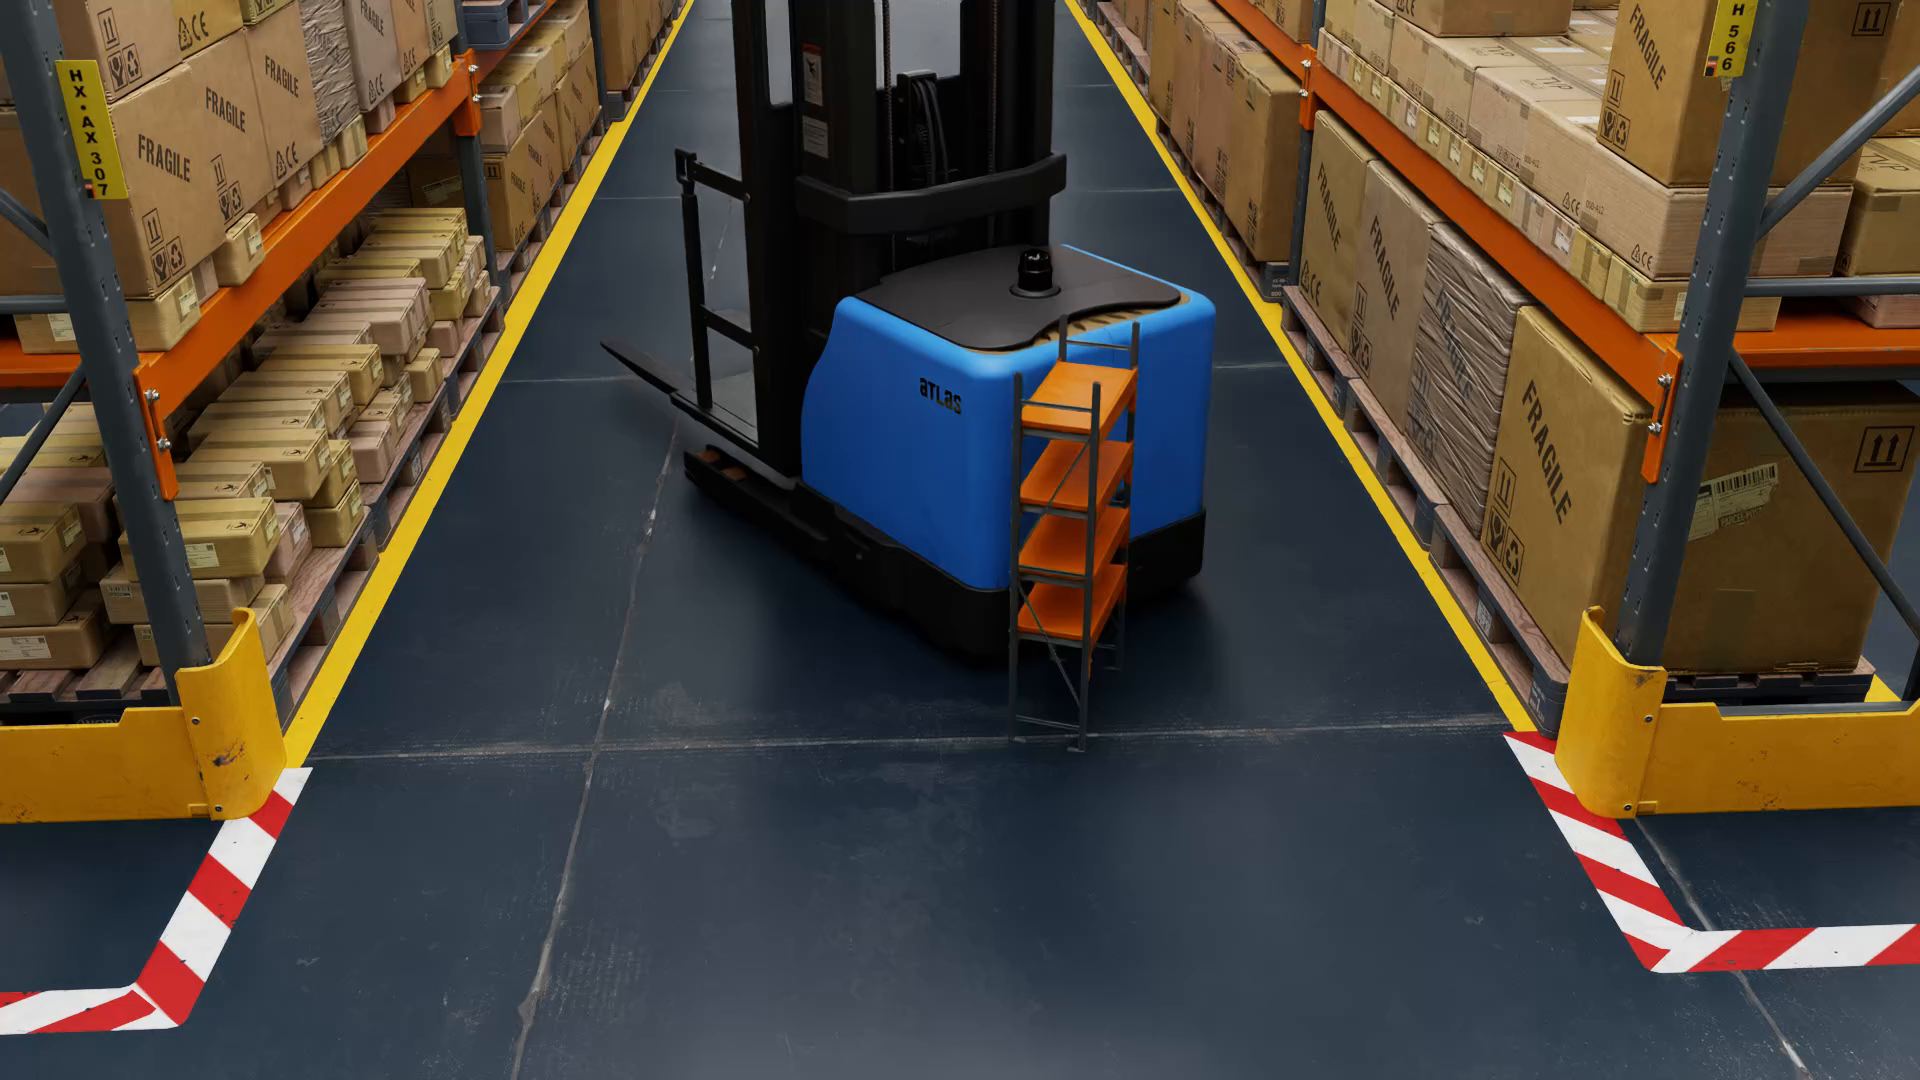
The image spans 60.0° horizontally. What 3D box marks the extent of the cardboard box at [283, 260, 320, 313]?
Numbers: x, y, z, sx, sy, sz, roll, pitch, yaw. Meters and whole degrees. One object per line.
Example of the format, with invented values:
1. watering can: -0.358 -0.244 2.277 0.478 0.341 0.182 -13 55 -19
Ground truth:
1. cardboard box: -2.934 -1.072 7.046 0.380 0.149 0.250 -2 28 -4

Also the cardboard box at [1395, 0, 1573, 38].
1. cardboard box: 1.979 -2.190 6.234 0.500 0.500 0.500 -2 28 -4

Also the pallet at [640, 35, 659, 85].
1. pallet: -3.034 -3.953 13.600 1.003 0.211 1.213 -1 28 -3

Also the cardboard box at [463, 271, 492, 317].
1. cardboard box: -2.438 -1.163 7.865 0.380 0.149 0.250 -1 28 -2

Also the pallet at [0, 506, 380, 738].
1. pallet: -2.601 0.259 5.526 1.003 0.211 1.213 -1 28 -3

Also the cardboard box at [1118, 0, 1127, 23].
1. cardboard box: 1.759 -4.763 14.367 0.700 0.500 0.500 -2 28 -3

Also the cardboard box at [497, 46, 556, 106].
1. cardboard box: -2.626 -2.653 9.532 0.500 0.250 0.500 0 28 -1

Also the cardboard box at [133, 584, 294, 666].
1. cardboard box: -2.298 0.261 5.134 0.380 0.149 0.250 -1 28 -2

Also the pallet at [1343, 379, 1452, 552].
1. pallet: 2.188 -0.333 6.660 1.003 0.211 1.213 -1 28 -3

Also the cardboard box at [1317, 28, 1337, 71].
1. cardboard box: 1.843 -2.231 7.556 0.380 0.149 0.250 -1 28 -3

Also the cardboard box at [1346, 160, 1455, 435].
1. cardboard box: 2.161 -1.009 6.784 0.875 0.875 0.875 -1 28 -3

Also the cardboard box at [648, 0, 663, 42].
1. cardboard box: -3.048 -4.567 13.741 1.050 0.750 0.750 -1 28 -3

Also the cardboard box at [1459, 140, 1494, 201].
1. cardboard box: 1.952 -1.276 5.725 0.380 0.149 0.250 -1 28 -2

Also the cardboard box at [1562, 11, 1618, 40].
1. cardboard box: 2.501 -1.880 6.452 0.500 0.250 0.500 -1 28 -2

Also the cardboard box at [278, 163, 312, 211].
1. cardboard box: -2.419 -1.212 5.601 0.380 0.149 0.250 -2 28 -4

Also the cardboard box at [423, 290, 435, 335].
1. cardboard box: -2.492 -0.964 7.162 0.380 0.149 0.250 -1 28 -2

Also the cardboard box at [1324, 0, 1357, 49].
1. cardboard box: 1.923 -2.329 7.313 0.500 0.250 0.500 -2 28 -4

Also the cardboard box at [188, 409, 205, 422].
1. cardboard box: -2.966 -0.455 6.186 0.380 0.149 0.250 0 28 0

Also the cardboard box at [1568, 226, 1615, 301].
1. cardboard box: 2.006 -0.805 4.821 0.380 0.149 0.250 -1 28 -2

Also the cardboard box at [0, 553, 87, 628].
1. cardboard box: -2.902 0.142 5.040 0.380 0.149 0.250 -2 28 -4

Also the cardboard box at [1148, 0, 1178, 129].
1. cardboard box: 1.966 -3.259 11.099 1.225 0.875 0.875 -3 28 -5

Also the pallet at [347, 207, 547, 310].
1. pallet: -2.841 -1.537 8.969 1.003 0.211 1.213 -1 28 -3

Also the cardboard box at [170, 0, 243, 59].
1. cardboard box: -2.381 -1.633 4.626 0.500 0.500 0.500 -1 28 -1

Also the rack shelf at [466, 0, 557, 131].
1. rack shelf: -2.903 -3.019 9.572 1.077 0.370 4.000 -1 28 -3

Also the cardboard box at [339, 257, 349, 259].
1. cardboard box: -2.997 -1.178 7.572 0.380 0.149 0.250 -1 28 -2

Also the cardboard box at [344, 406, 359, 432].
1. cardboard box: -2.489 -0.473 6.221 0.380 0.149 0.250 0 28 0

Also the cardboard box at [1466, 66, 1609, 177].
1. cardboard box: 2.025 -1.392 5.516 0.500 0.250 0.500 -2 28 -4

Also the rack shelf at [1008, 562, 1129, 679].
1. rack shelf: 0.338 0.222 5.102 0.258 0.148 0.480 8 29 16

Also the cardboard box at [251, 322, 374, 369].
1. cardboard box: -2.475 -0.724 6.380 0.380 0.149 0.250 -1 28 -3

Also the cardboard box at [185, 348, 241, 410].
1. cardboard box: -2.890 -0.593 6.129 0.380 0.149 0.250 -2 28 -4

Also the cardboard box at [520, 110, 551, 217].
1. cardboard box: -2.602 -2.084 9.250 0.500 0.500 0.500 0 28 0

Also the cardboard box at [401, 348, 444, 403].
1. cardboard box: -2.384 -0.685 6.949 0.380 0.149 0.250 -1 28 -3

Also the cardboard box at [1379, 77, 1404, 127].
1. cardboard box: 1.900 -1.749 6.630 0.380 0.149 0.250 -2 28 -3

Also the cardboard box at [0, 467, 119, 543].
1. cardboard box: -2.826 -0.108 5.200 0.380 0.149 0.250 -1 28 -2

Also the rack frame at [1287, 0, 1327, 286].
1. rack frame: 2.160 -2.487 7.775 1.000 3.000 0.127 -1 28 -3

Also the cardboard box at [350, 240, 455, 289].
1. cardboard box: -2.447 -1.210 7.312 0.380 0.149 0.250 -2 28 -3

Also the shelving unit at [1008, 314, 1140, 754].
1. shelving unit: 0.338 -0.014 4.980 0.258 1.200 0.503 8 29 16

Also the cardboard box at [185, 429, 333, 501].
1. cardboard box: -2.298 -0.247 5.465 0.380 0.149 0.250 -1 28 -3

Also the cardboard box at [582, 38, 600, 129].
1. cardboard box: -2.712 -3.041 11.087 0.500 0.500 0.500 -2 28 -3

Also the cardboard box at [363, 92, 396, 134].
1. cardboard box: -2.441 -1.691 6.520 0.380 0.149 0.250 -3 28 -5

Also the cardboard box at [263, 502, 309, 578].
1. cardboard box: -2.319 0.003 5.307 0.380 0.149 0.250 -2 28 -3

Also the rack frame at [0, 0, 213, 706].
1. rack frame: -2.590 -0.567 4.093 1.000 3.000 0.127 -1 28 -3

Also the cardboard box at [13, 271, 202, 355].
1. cardboard box: -2.279 -0.613 4.453 0.380 0.149 0.250 -2 28 -3

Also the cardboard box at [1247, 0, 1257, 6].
1. cardboard box: 1.809 -3.211 9.054 0.500 0.500 0.500 -2 28 -3

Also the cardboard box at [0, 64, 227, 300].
1. cardboard box: -2.337 -0.957 4.411 0.500 0.500 0.500 0 28 0

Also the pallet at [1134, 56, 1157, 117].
1. pallet: 1.912 -3.459 12.653 1.003 0.211 1.213 -1 28 -3

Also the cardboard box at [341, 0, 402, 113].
1. cardboard box: -2.441 -1.904 6.227 0.500 0.500 0.500 -2 28 -3

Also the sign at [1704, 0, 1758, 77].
1. sign: 1.826 -1.252 3.898 0.100 0.325 0.005 -1 28 -3

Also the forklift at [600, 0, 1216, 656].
1. forklift: -0.437 -1.543 6.038 1.130 2.935 3.031 -20 33 -33
